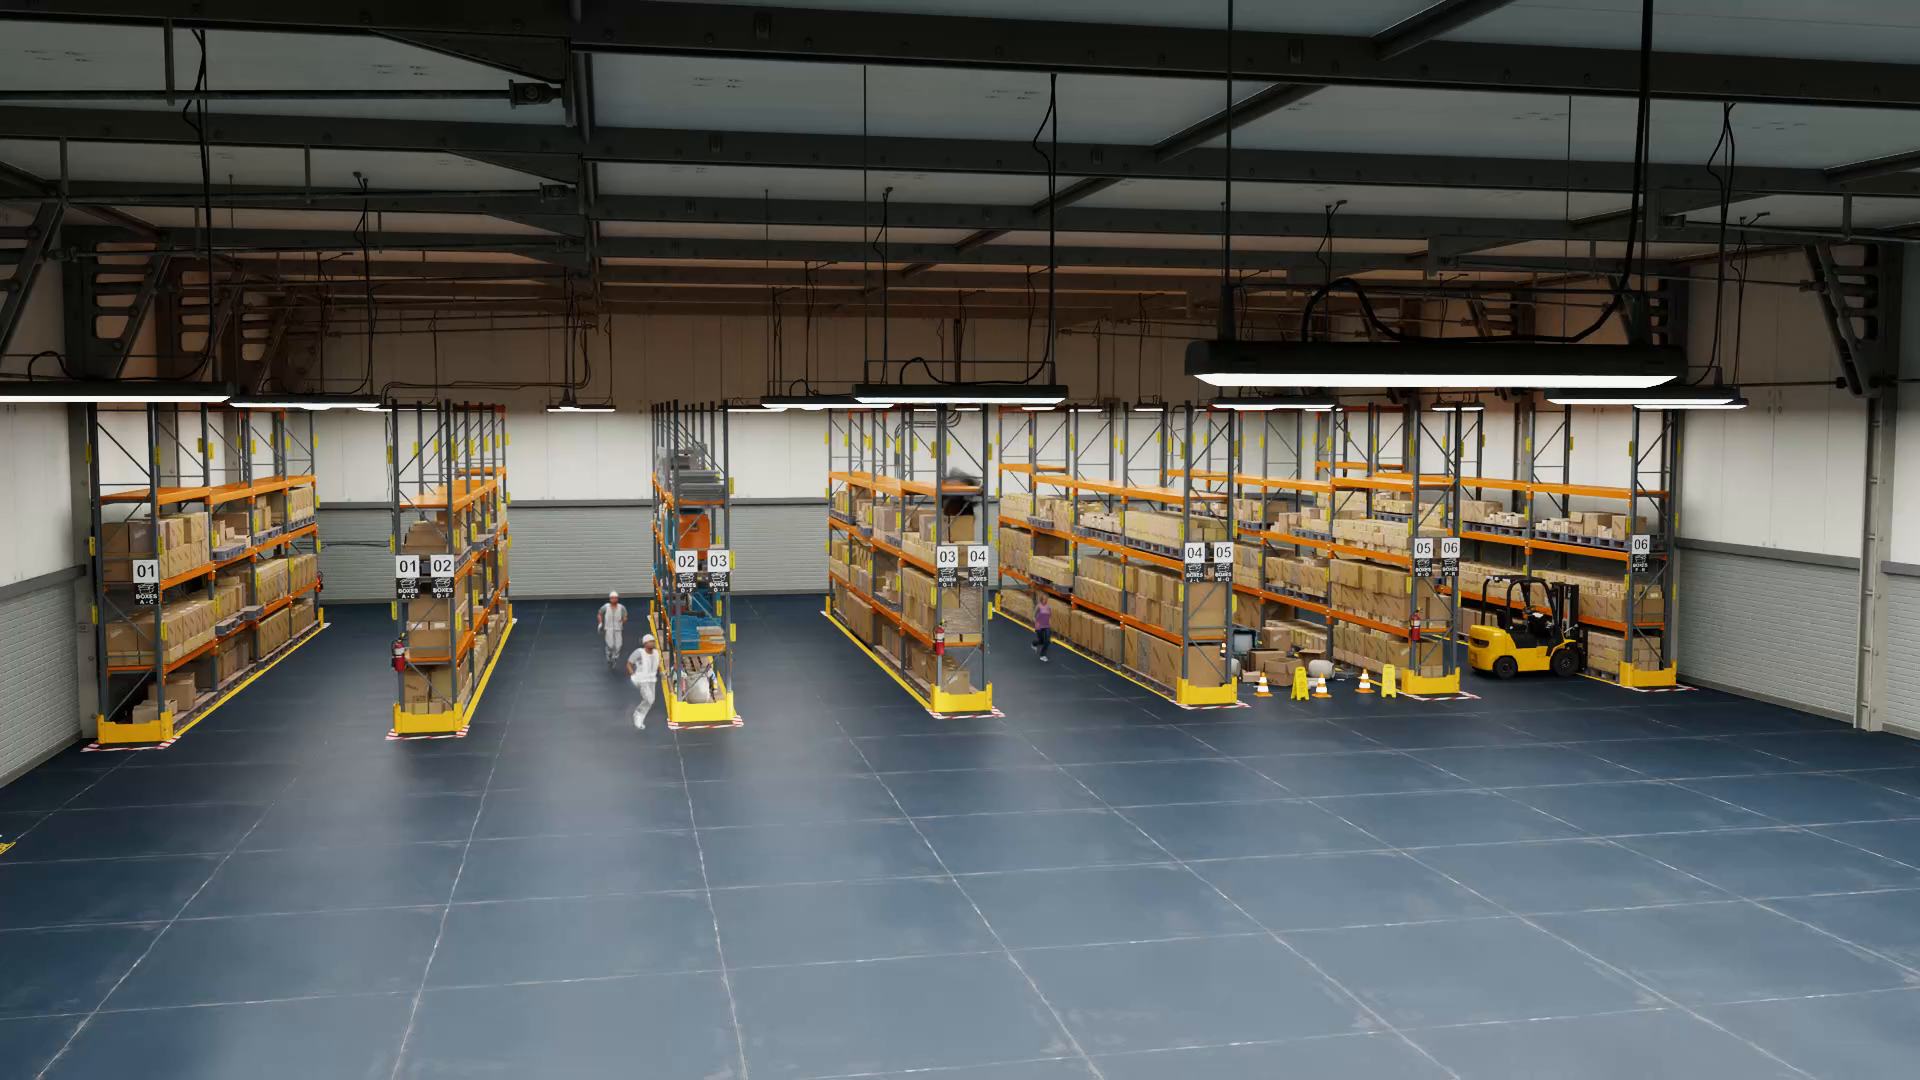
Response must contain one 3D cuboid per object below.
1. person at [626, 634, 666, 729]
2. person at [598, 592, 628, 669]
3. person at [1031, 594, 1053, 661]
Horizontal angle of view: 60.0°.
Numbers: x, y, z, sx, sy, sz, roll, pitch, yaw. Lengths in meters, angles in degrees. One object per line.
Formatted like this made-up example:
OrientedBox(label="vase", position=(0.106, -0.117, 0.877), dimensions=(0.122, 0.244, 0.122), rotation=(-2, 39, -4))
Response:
OrientedBox(label="person", position=(-5.674, 2.580, 30.284), dimensions=(0.656, 1.731, 0.644), rotation=(3, 5, 36))
OrientedBox(label="person", position=(-7.758, 2.027, 37.200), dimensions=(0.654, 1.739, 0.739), rotation=(-1, 5, -19))
OrientedBox(label="person", position=(1.906, 2.031, 38.835), dimensions=(0.522, 1.554, 0.598), rotation=(-2, 5, -23))
